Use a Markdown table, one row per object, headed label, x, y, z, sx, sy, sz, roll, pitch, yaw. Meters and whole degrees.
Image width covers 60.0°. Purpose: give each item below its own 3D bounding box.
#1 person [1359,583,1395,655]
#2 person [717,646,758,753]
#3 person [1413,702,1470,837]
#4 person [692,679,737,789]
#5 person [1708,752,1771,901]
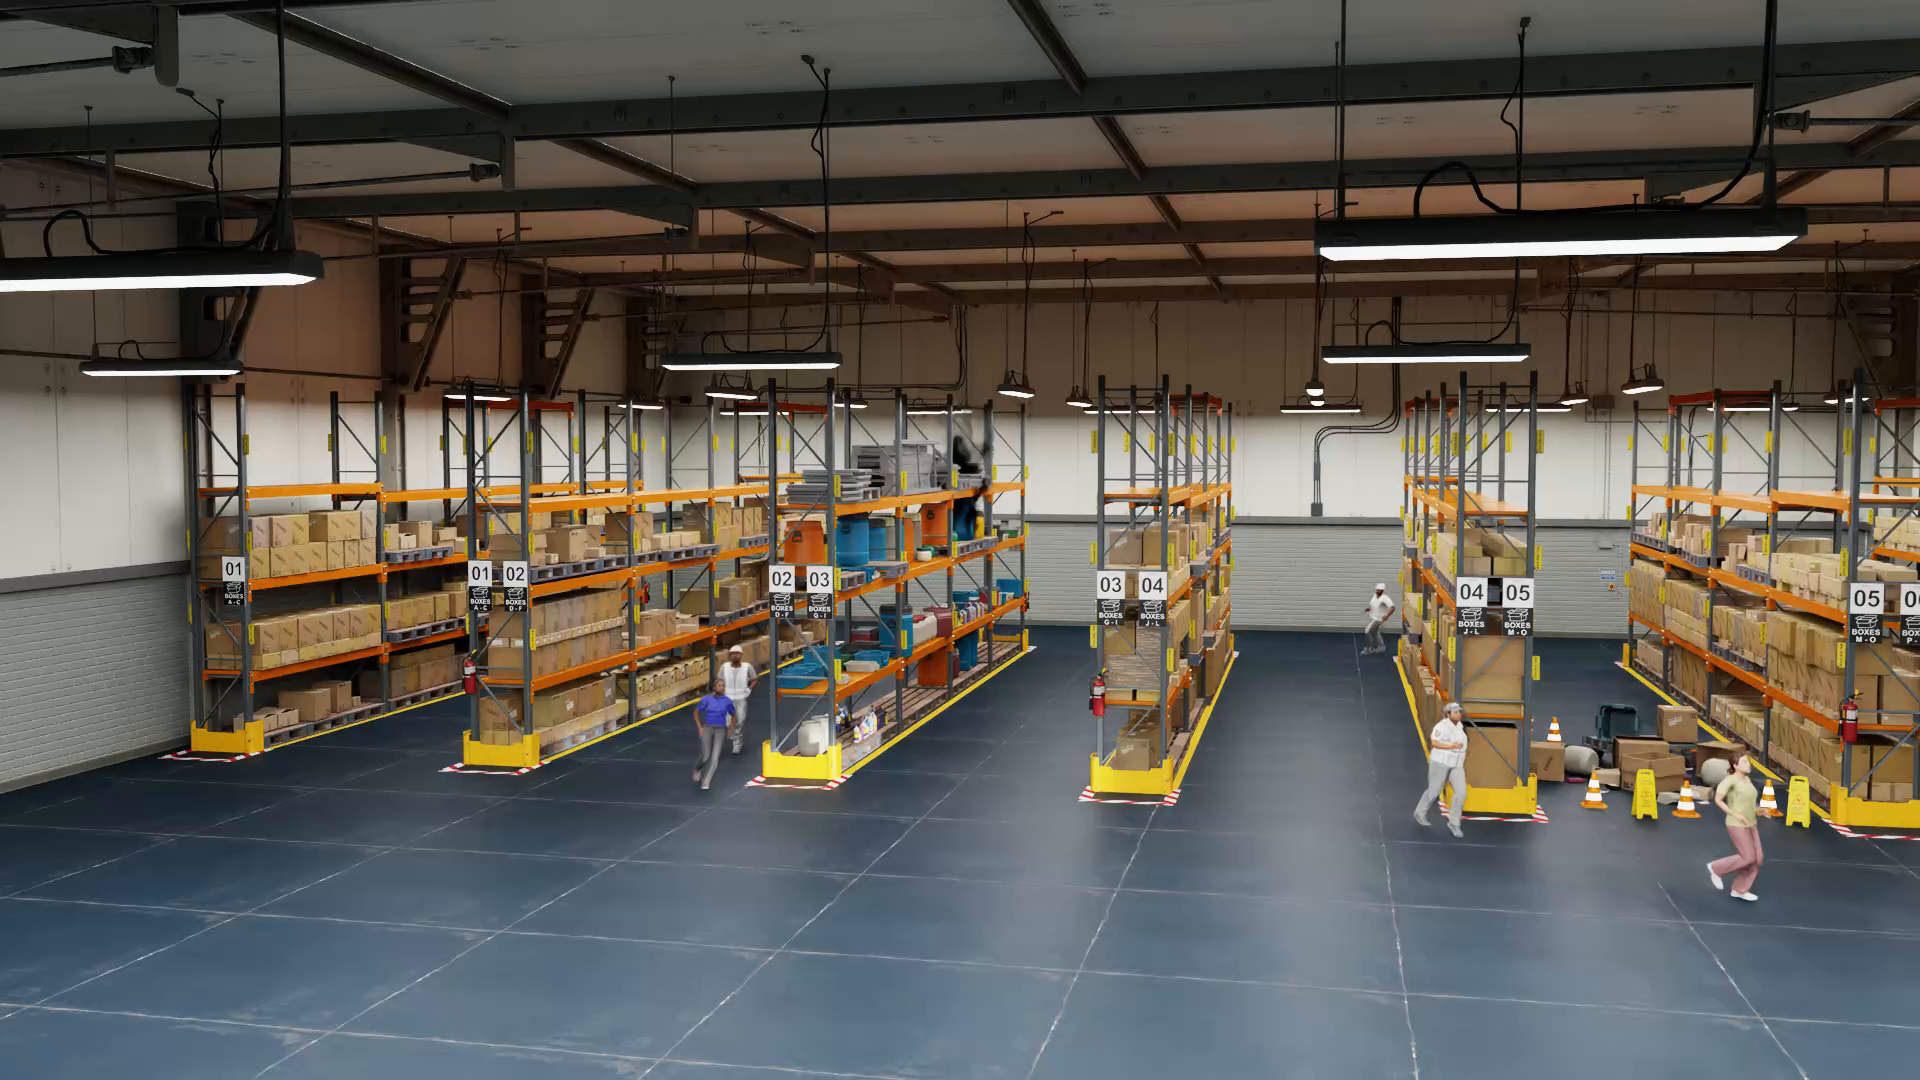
| label | x | y | z | sx | sy | sz | roll | pitch | yaw |
| --- | --- | --- | --- | --- | --- | --- | --- | --- | --- |
| person | 9.925 | 1.893 | 39.555 | 0.688 | 1.754 | 0.812 | -1 | 3 | -13 |
| person | -3.640 | 2.587 | 27.131 | 0.686 | 1.735 | 0.605 | 0 | 3 | -2 |
| person | 6.299 | 2.952 | 21.553 | 0.607 | 1.726 | 0.755 | -2 | 4 | -26 |
| person | -3.576 | 2.816 | 24.329 | 0.641 | 1.587 | 0.519 | -1 | 3 | -20 |
| person | 8.588 | 3.138 | 18.345 | 0.578 | 1.619 | 0.568 | -2 | 4 | -33 |
